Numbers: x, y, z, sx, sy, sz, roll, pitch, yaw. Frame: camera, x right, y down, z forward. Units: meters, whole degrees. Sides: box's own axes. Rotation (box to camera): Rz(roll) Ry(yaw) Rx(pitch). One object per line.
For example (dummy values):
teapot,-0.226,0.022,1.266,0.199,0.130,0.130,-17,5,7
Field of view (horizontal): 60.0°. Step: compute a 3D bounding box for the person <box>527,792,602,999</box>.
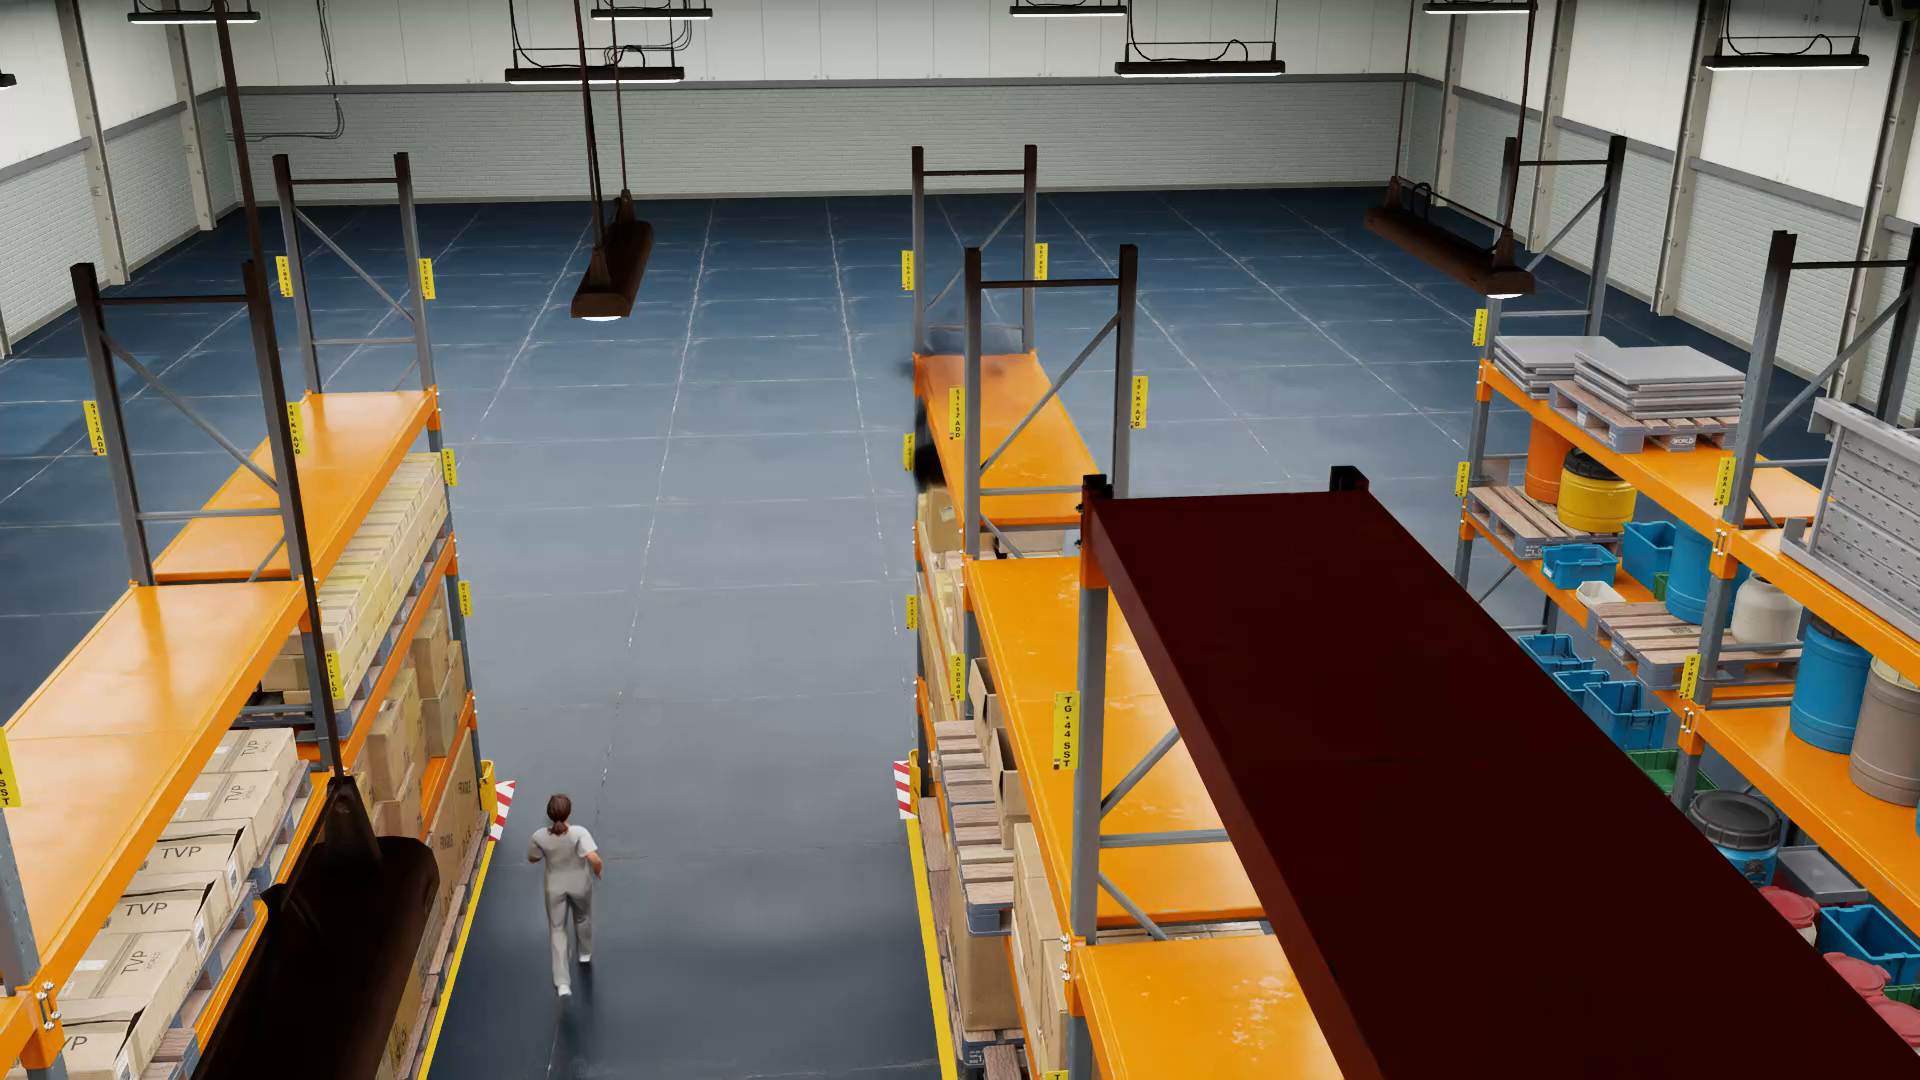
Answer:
person,-2.972,2.647,12.620,0.564,1.655,0.969,-4,22,-9
